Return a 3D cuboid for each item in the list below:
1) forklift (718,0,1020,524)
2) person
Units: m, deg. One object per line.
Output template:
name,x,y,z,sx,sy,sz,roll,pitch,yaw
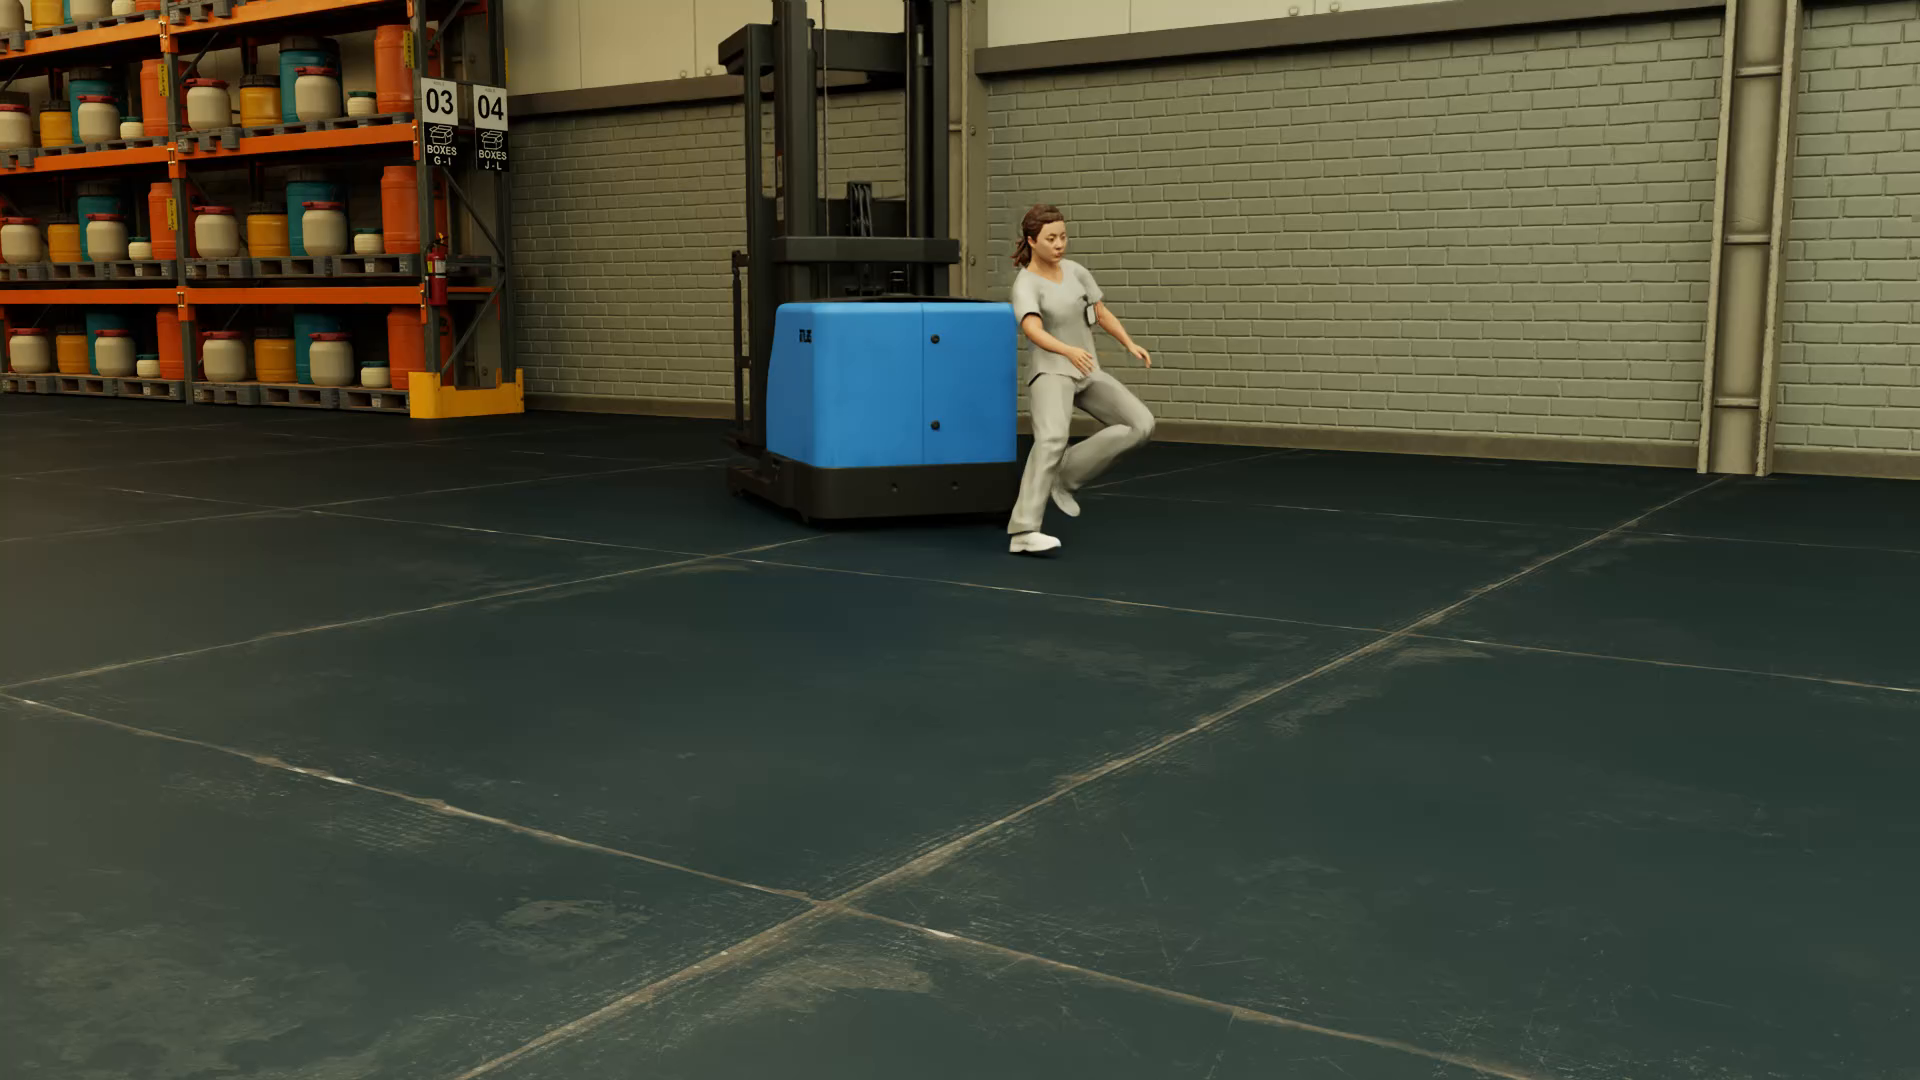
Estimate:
forklift,-0.687,-1.699,9.137,1.130,2.935,3.031,-3,9,-20
person,0.493,-0.723,7.350,0.756,1.501,0.713,-6,10,-35
